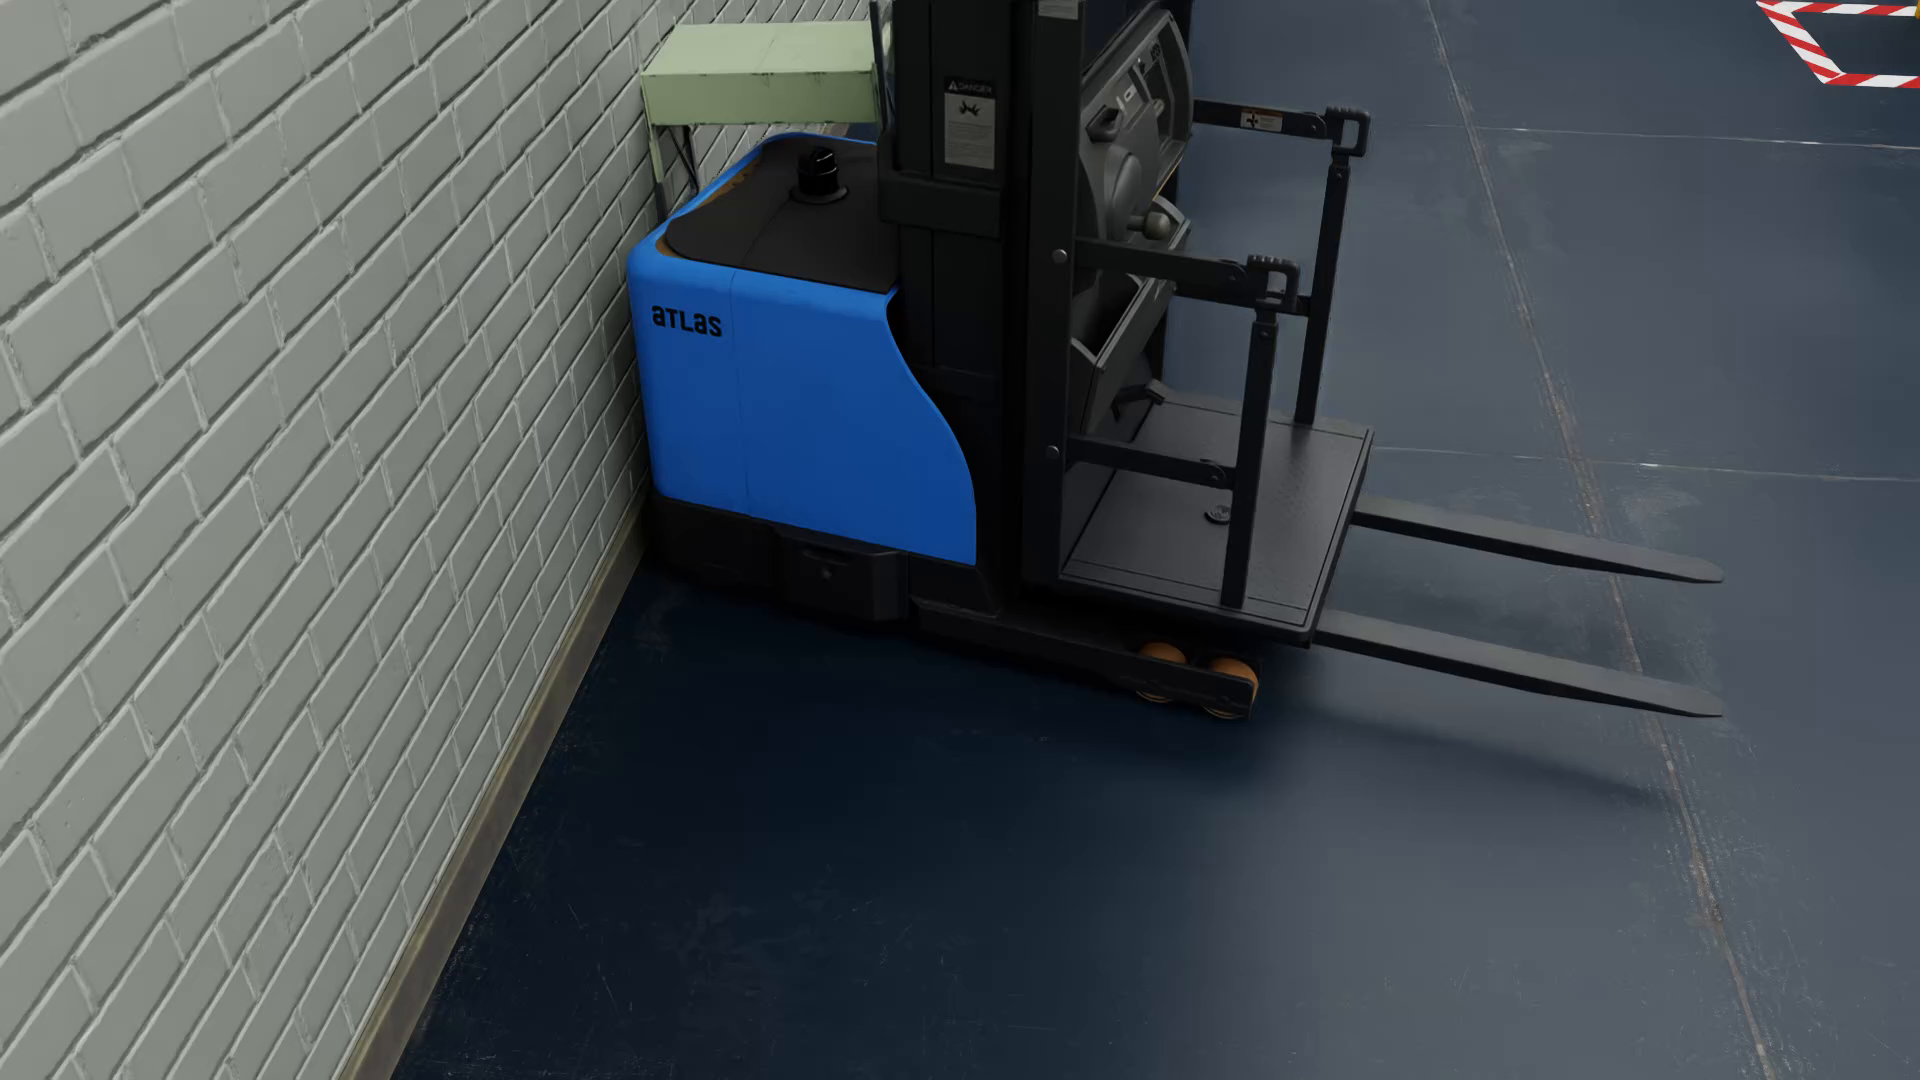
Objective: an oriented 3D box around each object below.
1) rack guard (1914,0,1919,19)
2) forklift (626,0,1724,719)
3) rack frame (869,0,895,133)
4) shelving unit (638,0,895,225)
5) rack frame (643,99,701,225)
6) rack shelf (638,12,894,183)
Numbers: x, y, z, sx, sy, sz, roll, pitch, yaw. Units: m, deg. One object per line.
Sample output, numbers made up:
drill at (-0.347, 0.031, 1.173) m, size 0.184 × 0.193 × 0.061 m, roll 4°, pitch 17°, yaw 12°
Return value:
rack guard at (5.503, -2.855, 8.820) m, size 0.348 × 0.500 × 1.175 m, roll 4°, pitch 36°, yaw 6°
forklift at (0.644, -1.053, 4.202) m, size 3.031 × 2.935 × 1.130 m, roll 12°, pitch 37°, yaw 17°
rack frame at (-0.174, -1.041, 5.291) m, size 0.023 × 1.500 × 0.400 m, roll 1°, pitch 38°, yaw 8°
shelving unit at (-0.536, -1.049, 5.340) m, size 0.755 × 1.500 × 0.431 m, roll 1°, pitch 38°, yaw 8°
rack frame at (-0.899, -1.057, 5.389) m, size 0.023 × 1.500 × 0.400 m, roll 1°, pitch 38°, yaw 8°
rack shelf at (-0.561, -1.359, 5.104) m, size 0.720 × 0.370 × 0.431 m, roll 1°, pitch 38°, yaw 8°
